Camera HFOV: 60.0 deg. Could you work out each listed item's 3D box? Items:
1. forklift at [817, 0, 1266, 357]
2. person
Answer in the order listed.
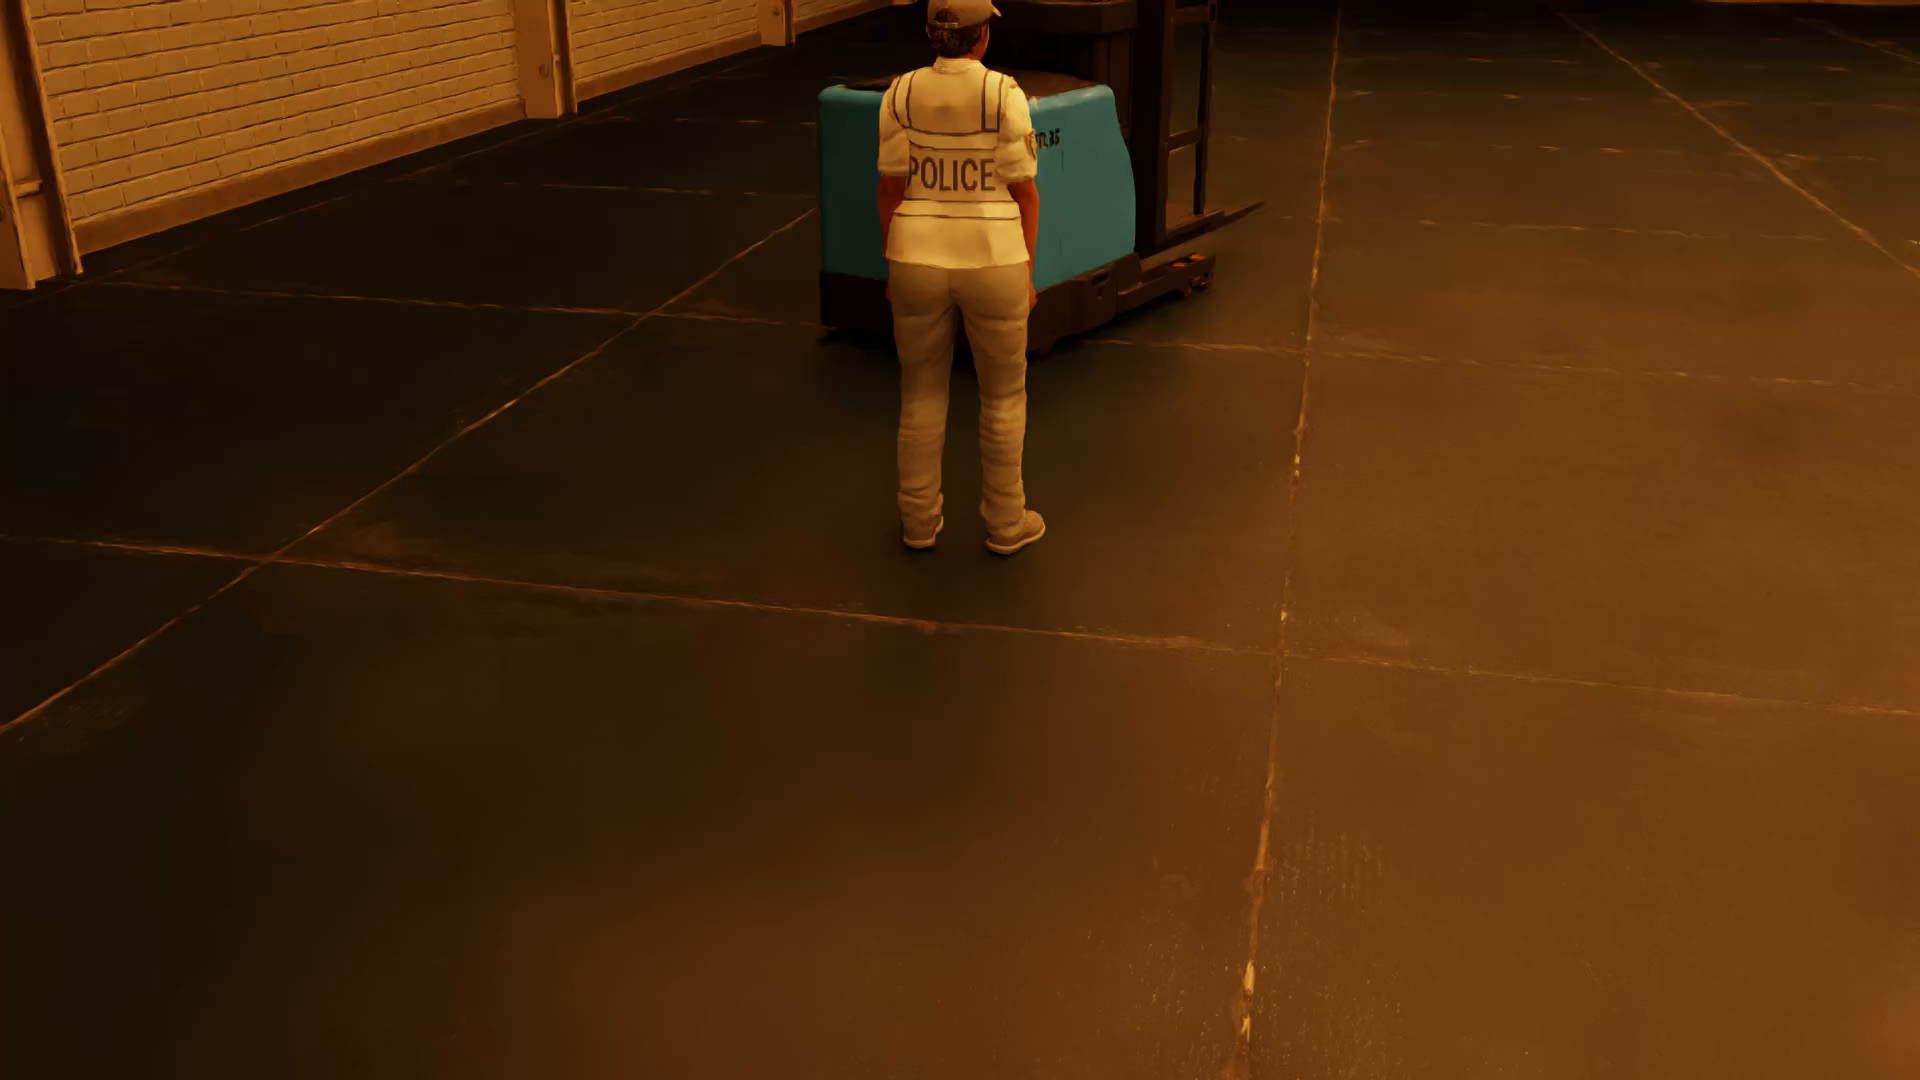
[{"bbox_3d":[0.599,-2.619,7.689,1.130,2.935,3.031,13,26,30],"label":"forklift"},{"bbox_3d":[0.010,-0.774,4.849,0.482,1.669,0.390,5,23,11],"label":"person"}]
